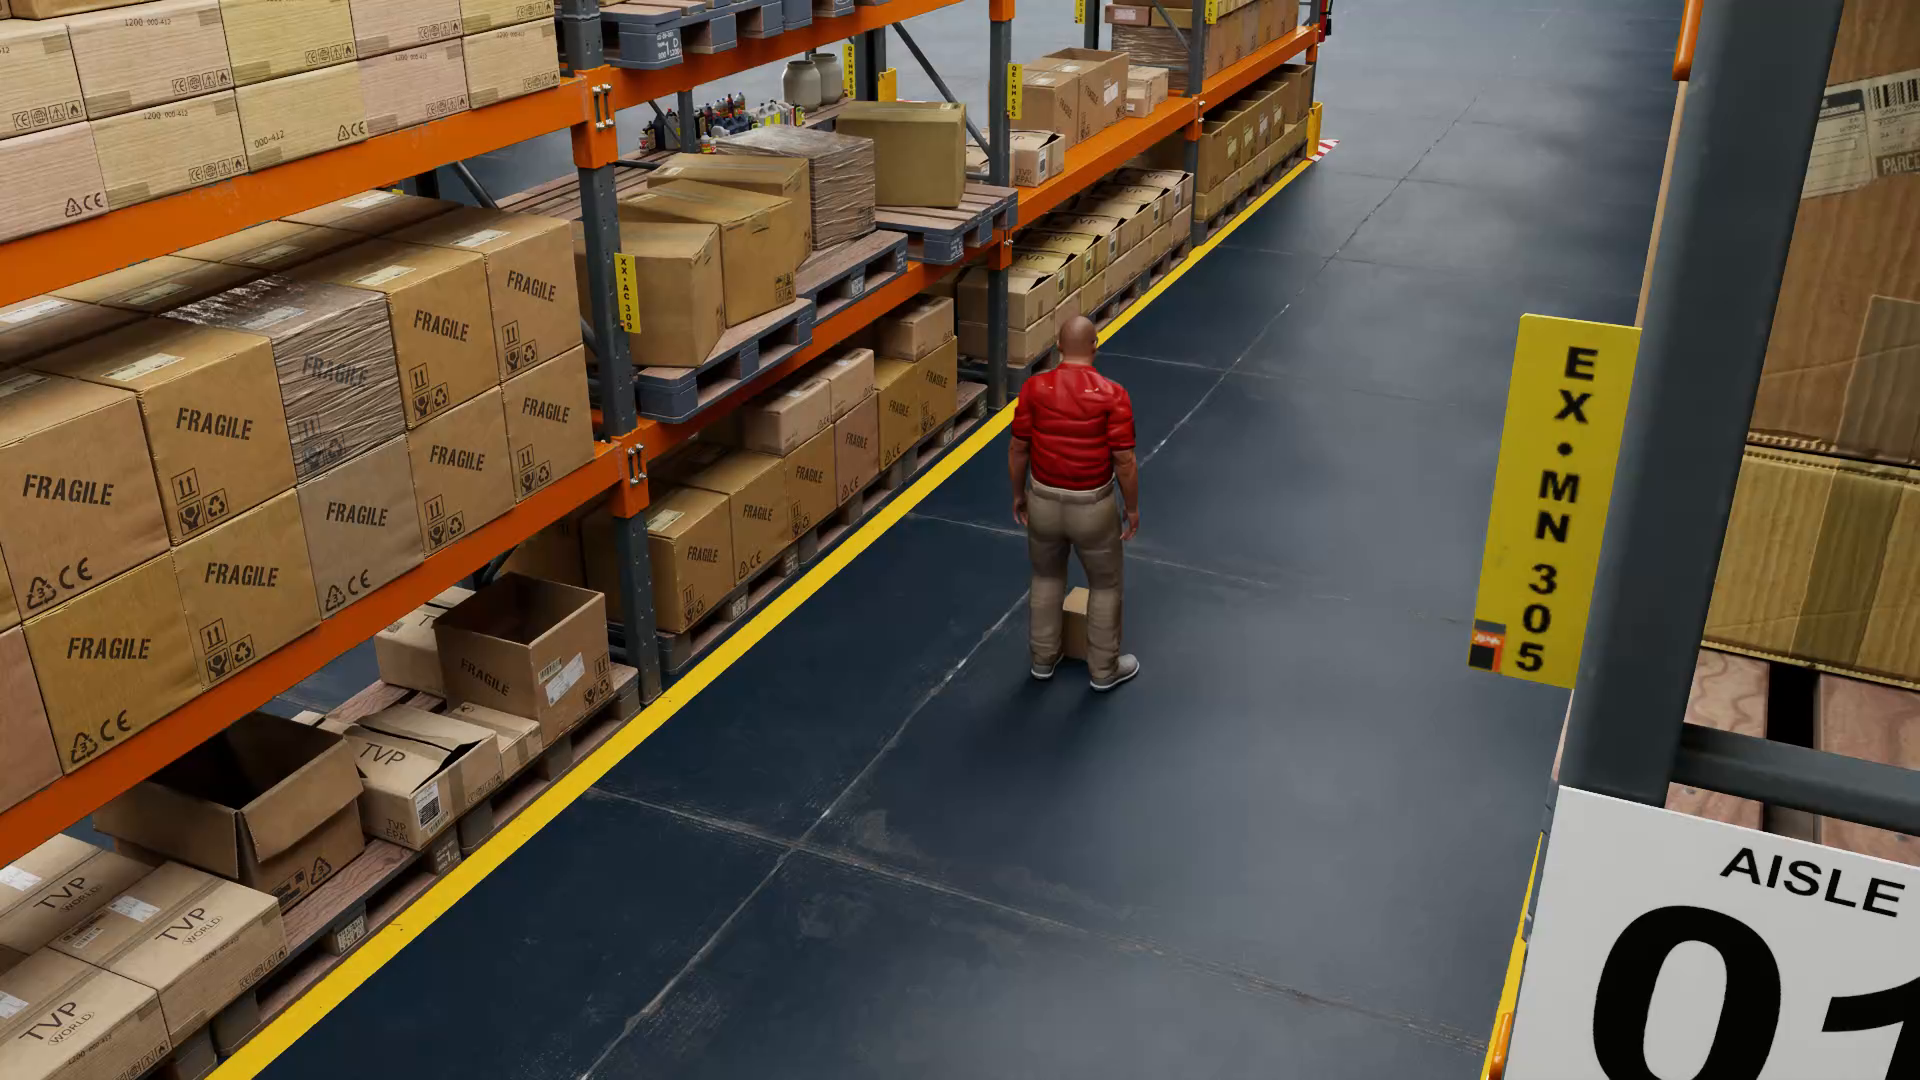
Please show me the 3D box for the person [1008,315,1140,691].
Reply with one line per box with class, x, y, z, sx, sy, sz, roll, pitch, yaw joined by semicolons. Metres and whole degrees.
person;0.516;-0.153;7.444;0.605;1.726;0.393;9;28;19
